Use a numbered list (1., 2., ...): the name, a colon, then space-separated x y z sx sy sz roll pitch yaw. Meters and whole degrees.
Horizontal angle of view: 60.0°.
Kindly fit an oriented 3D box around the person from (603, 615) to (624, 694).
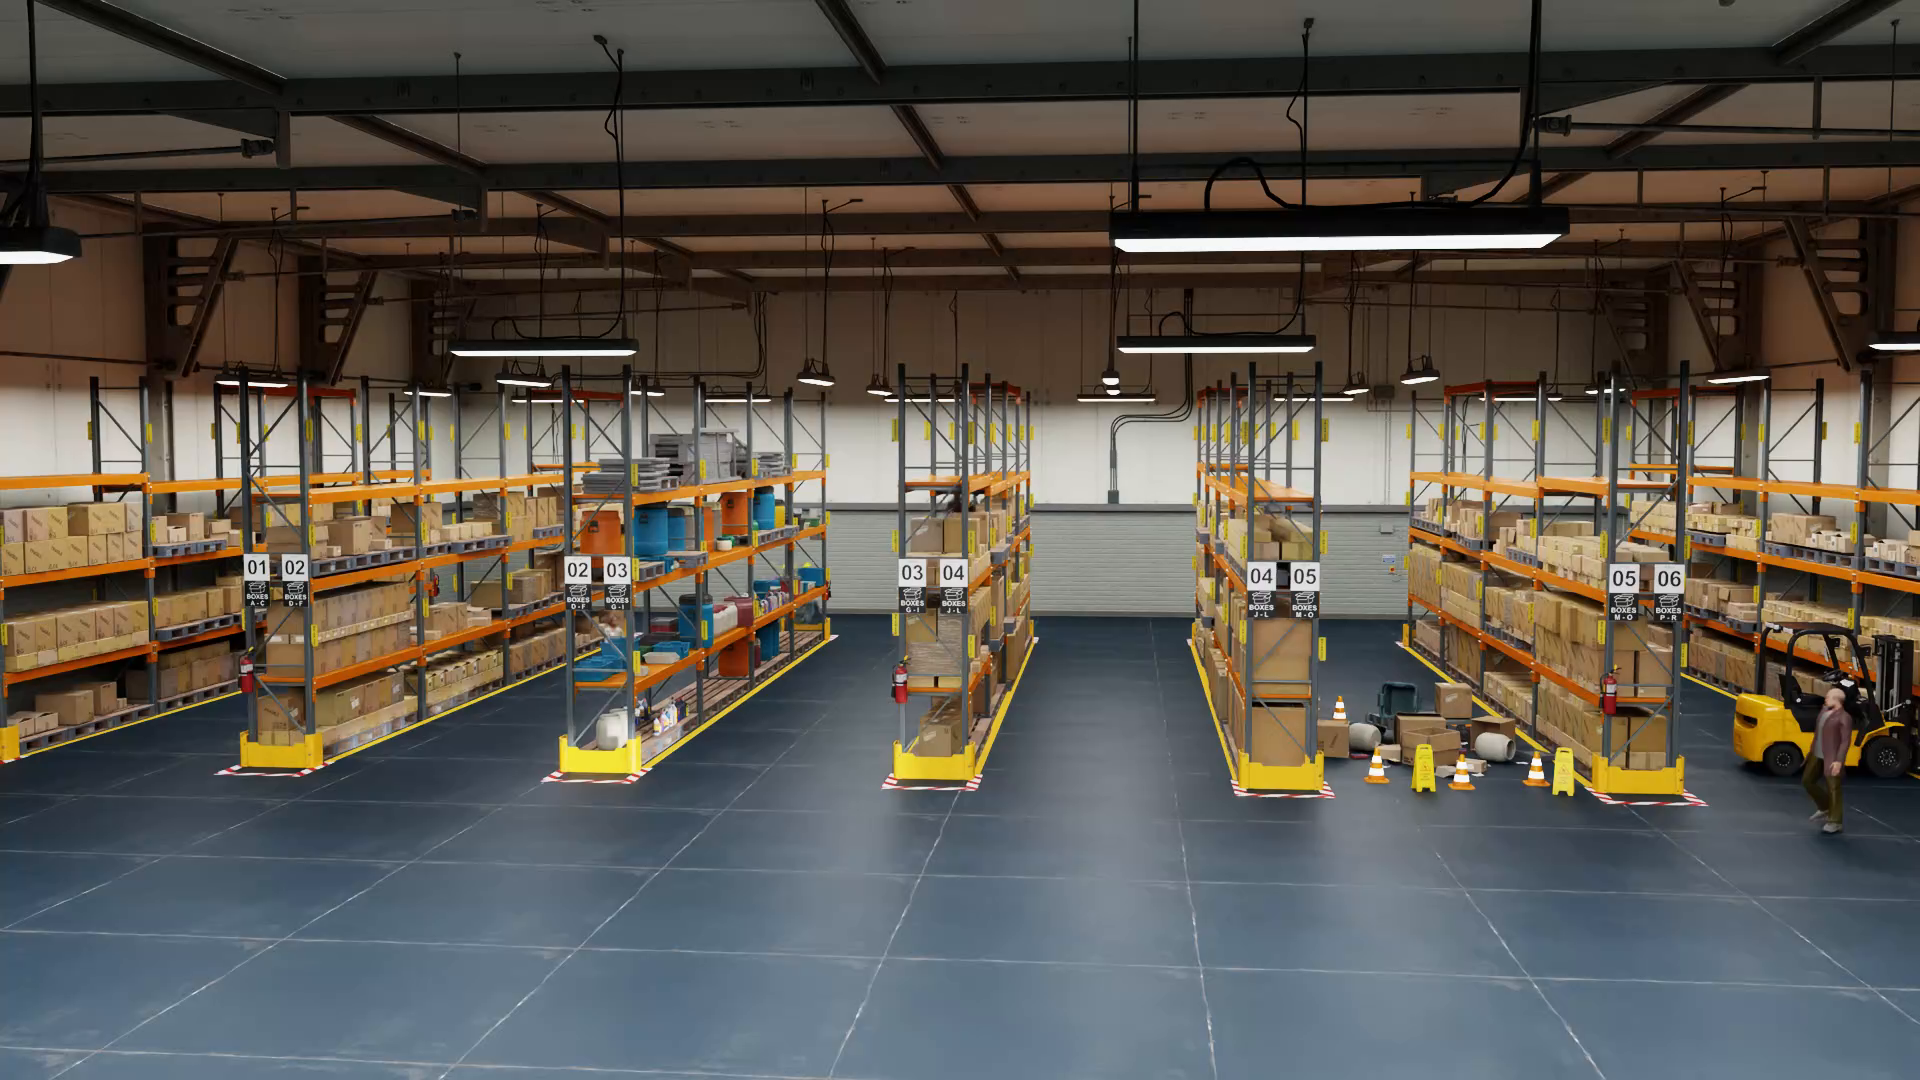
1. person: -6.711 2.193 32.143 0.390 1.492 0.906 1 4 15

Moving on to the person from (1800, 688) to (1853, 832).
1. person: 11.001 2.754 21.052 0.547 1.780 0.655 -1 4 -17

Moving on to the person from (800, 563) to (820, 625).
1. person: -3.782 1.438 41.602 0.498 1.753 0.593 0 4 6

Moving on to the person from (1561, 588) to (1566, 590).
1. person: 12.931 1.876 35.678 0.421 1.690 0.513 1 4 16
